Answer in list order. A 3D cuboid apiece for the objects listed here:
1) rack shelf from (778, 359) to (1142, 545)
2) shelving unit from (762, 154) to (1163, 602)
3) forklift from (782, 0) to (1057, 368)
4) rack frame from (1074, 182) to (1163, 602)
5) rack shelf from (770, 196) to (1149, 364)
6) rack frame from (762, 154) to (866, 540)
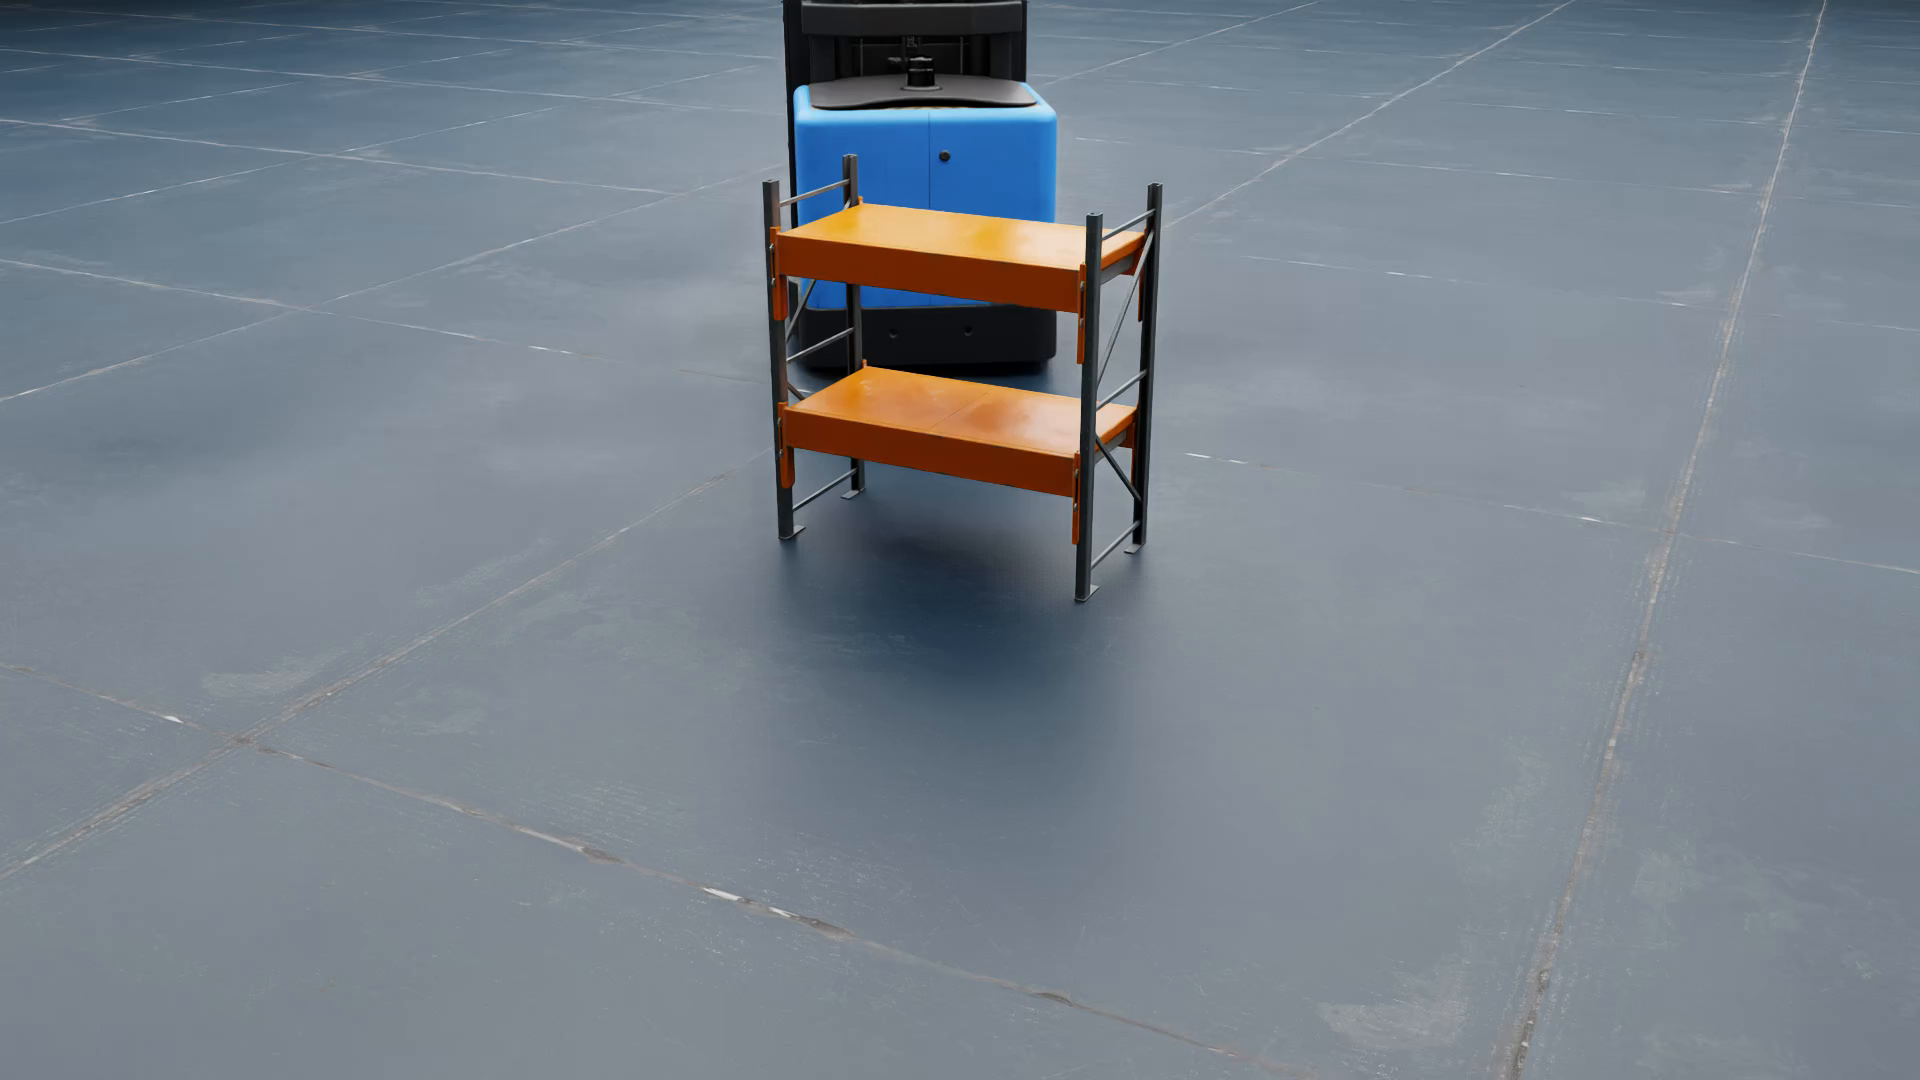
[{"bbox_3d":[0.006,-0.291,5.123,1.000,0.278,0.538,11,25,25],"label":"rack shelf"},{"bbox_3d":[0.006,-0.516,5.027,1.048,1.125,0.538,11,25,25],"label":"shelving unit"},{"bbox_3d":[-0.270,-2.582,7.577,1.130,2.935,3.031,-2,23,-5],"label":"forklift"},{"bbox_3d":[0.460,-0.427,4.816,0.032,1.125,0.500,11,25,25],"label":"rack frame"},{"bbox_3d":[0.006,-0.786,4.913,1.000,0.278,0.538,11,25,25],"label":"rack shelf"},{"bbox_3d":[-0.448,-0.606,5.238,0.032,1.125,0.500,11,25,25],"label":"rack frame"}]
